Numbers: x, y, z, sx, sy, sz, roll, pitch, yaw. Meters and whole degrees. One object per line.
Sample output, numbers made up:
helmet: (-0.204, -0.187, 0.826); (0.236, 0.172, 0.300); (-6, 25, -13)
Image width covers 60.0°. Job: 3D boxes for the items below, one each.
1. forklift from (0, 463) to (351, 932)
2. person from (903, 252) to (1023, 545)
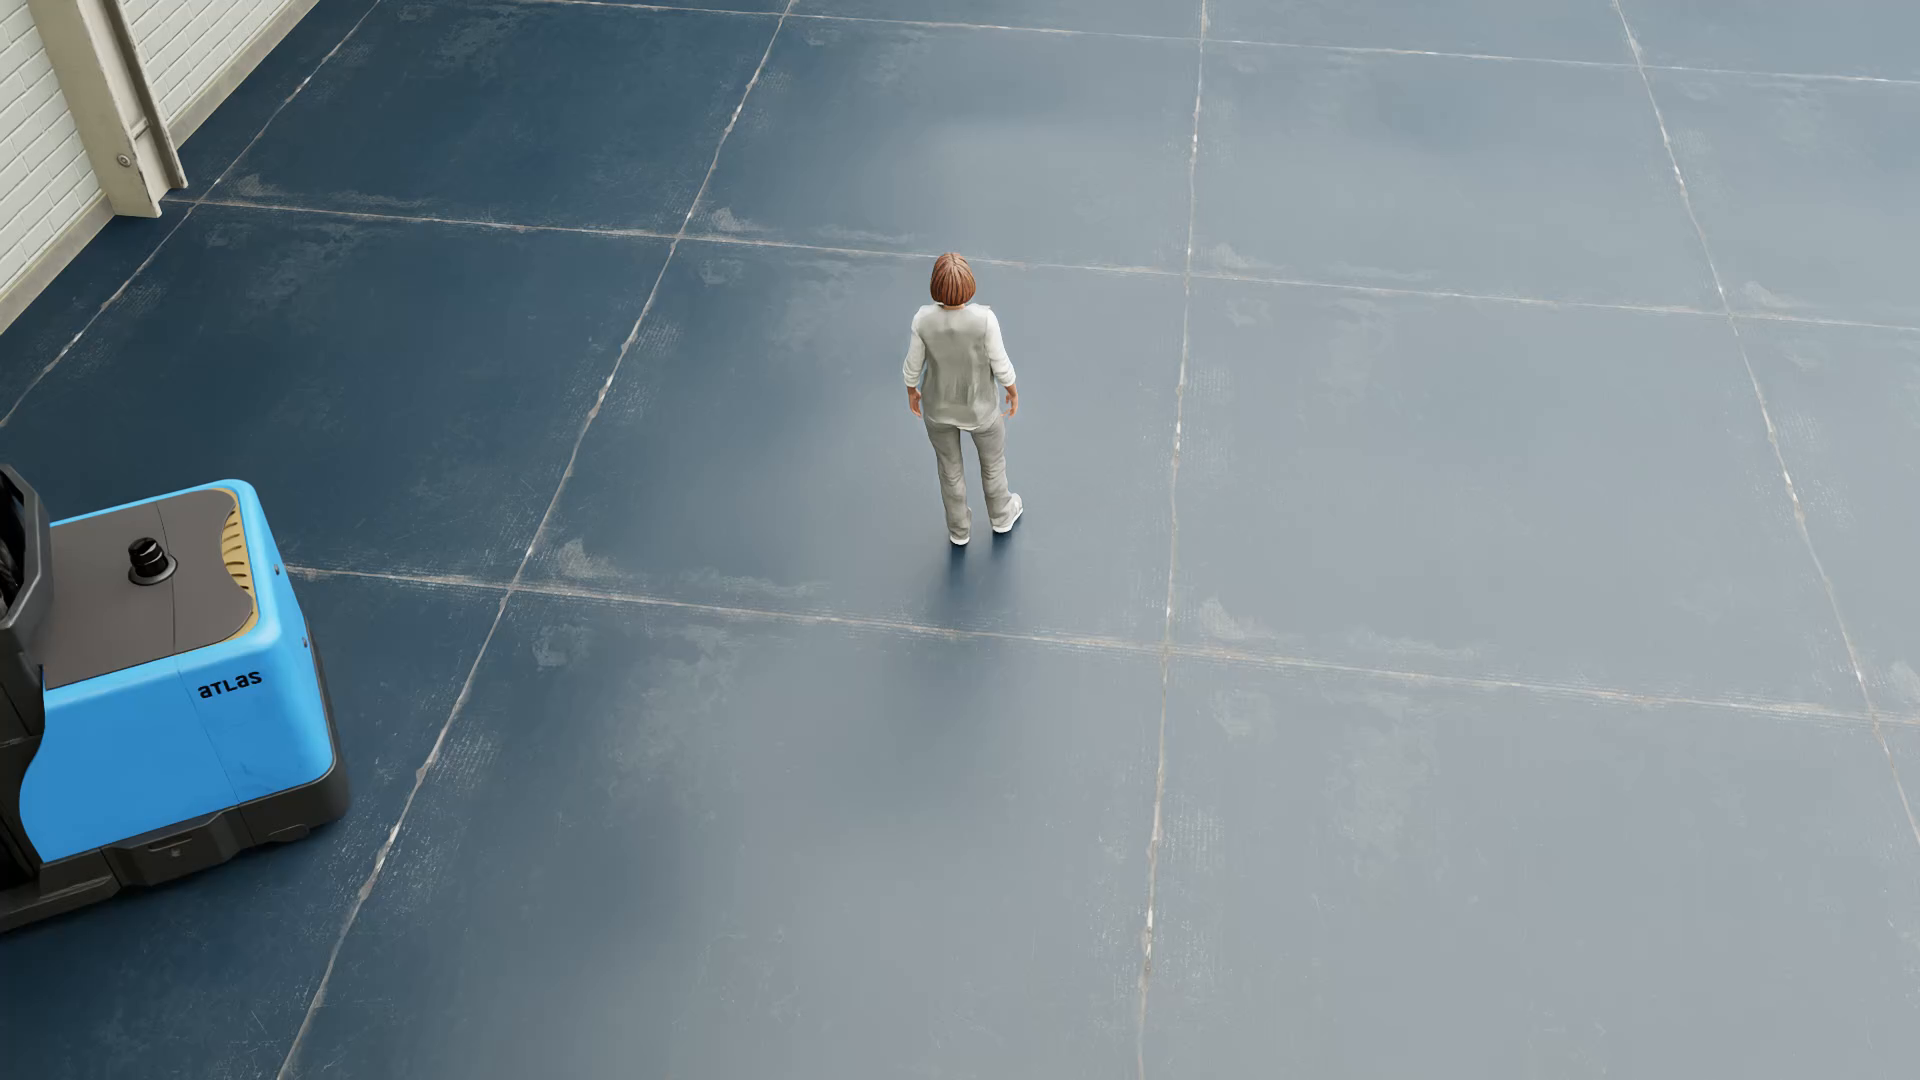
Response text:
forklift: (-3.999, 0.149, 5.562); (3.031, 2.935, 1.130); (-17, 45, -17)
person: (0.023, -0.642, 7.399); (0.521, 1.599, 0.473); (5, 43, 6)
